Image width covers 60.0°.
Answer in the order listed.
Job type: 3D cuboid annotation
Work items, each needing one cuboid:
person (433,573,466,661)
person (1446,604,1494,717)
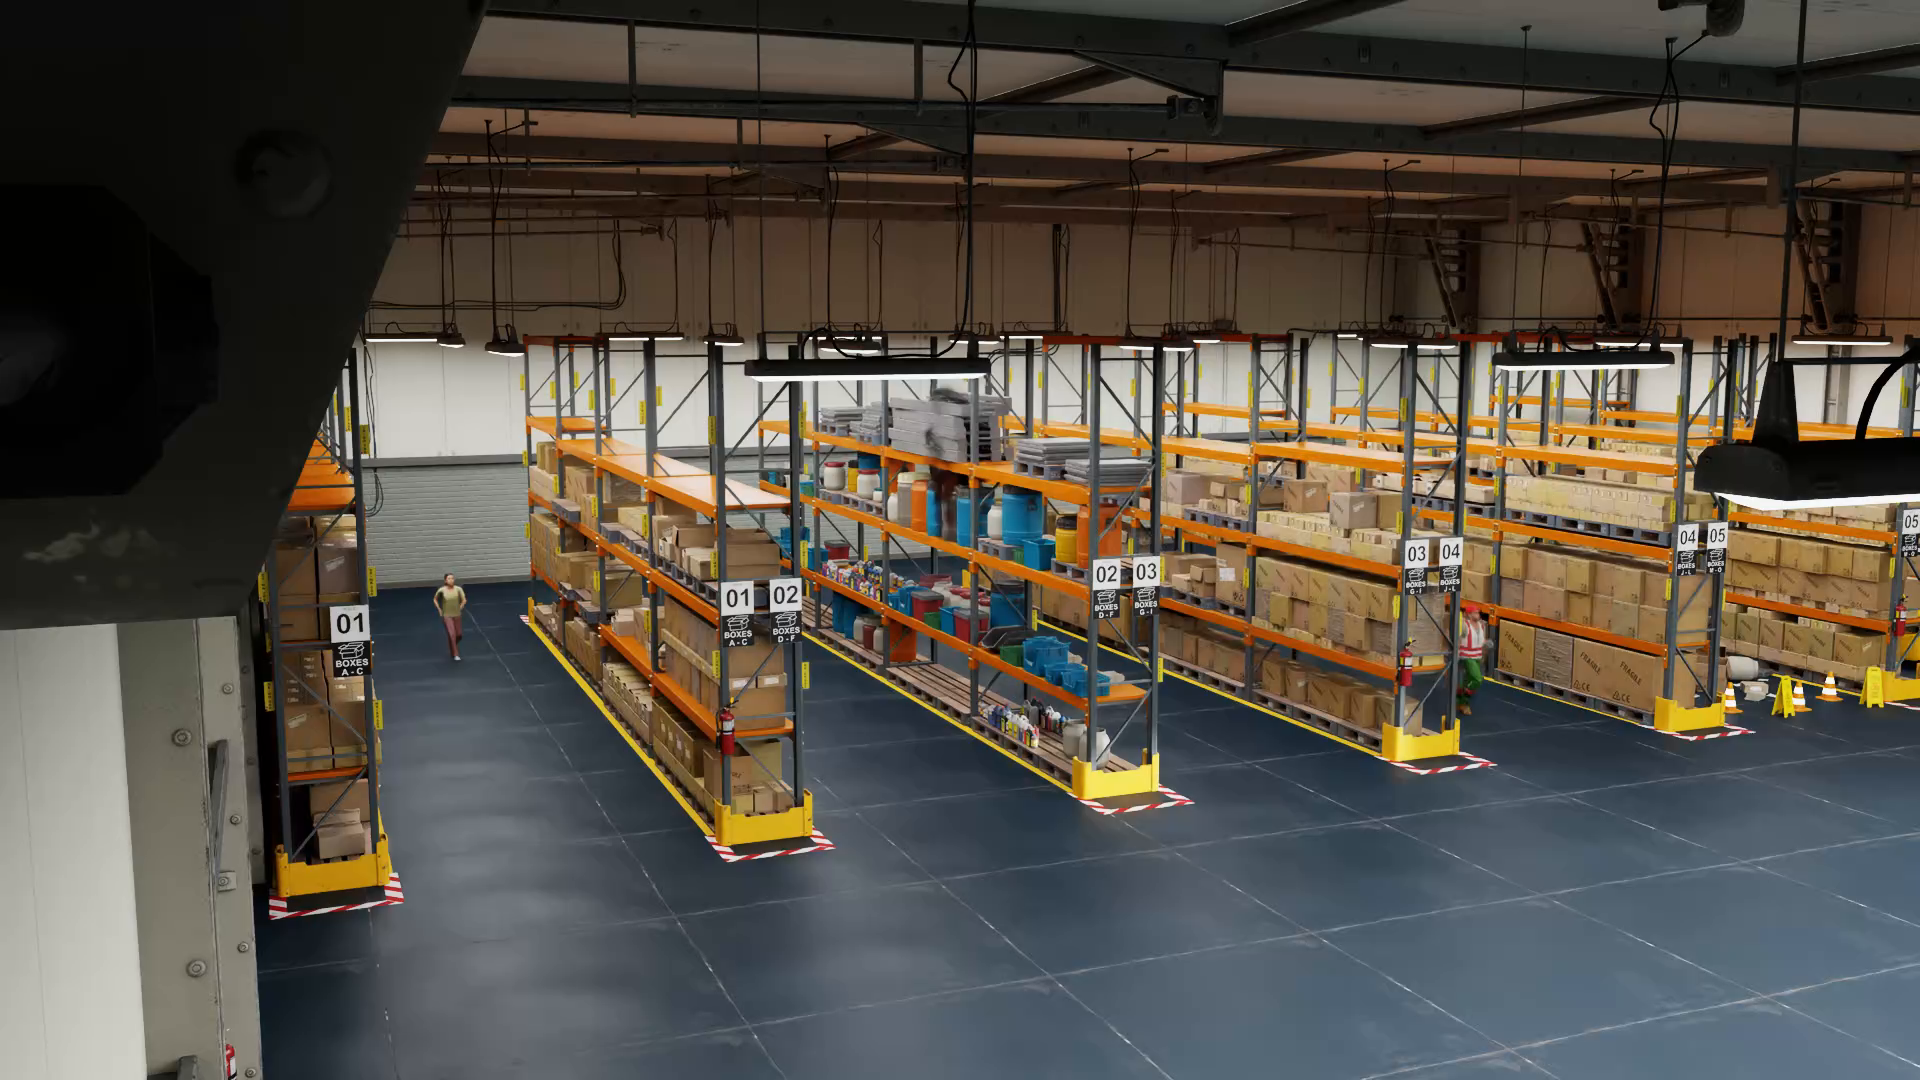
[{"bbox_3d":[-9.482,1.409,30.954,0.578,1.632,0.694,-4,9,-29],"label":"person"},{"bbox_3d":[8.197,1.913,26.657,0.632,1.797,0.730,-5,9,-32],"label":"person"}]
